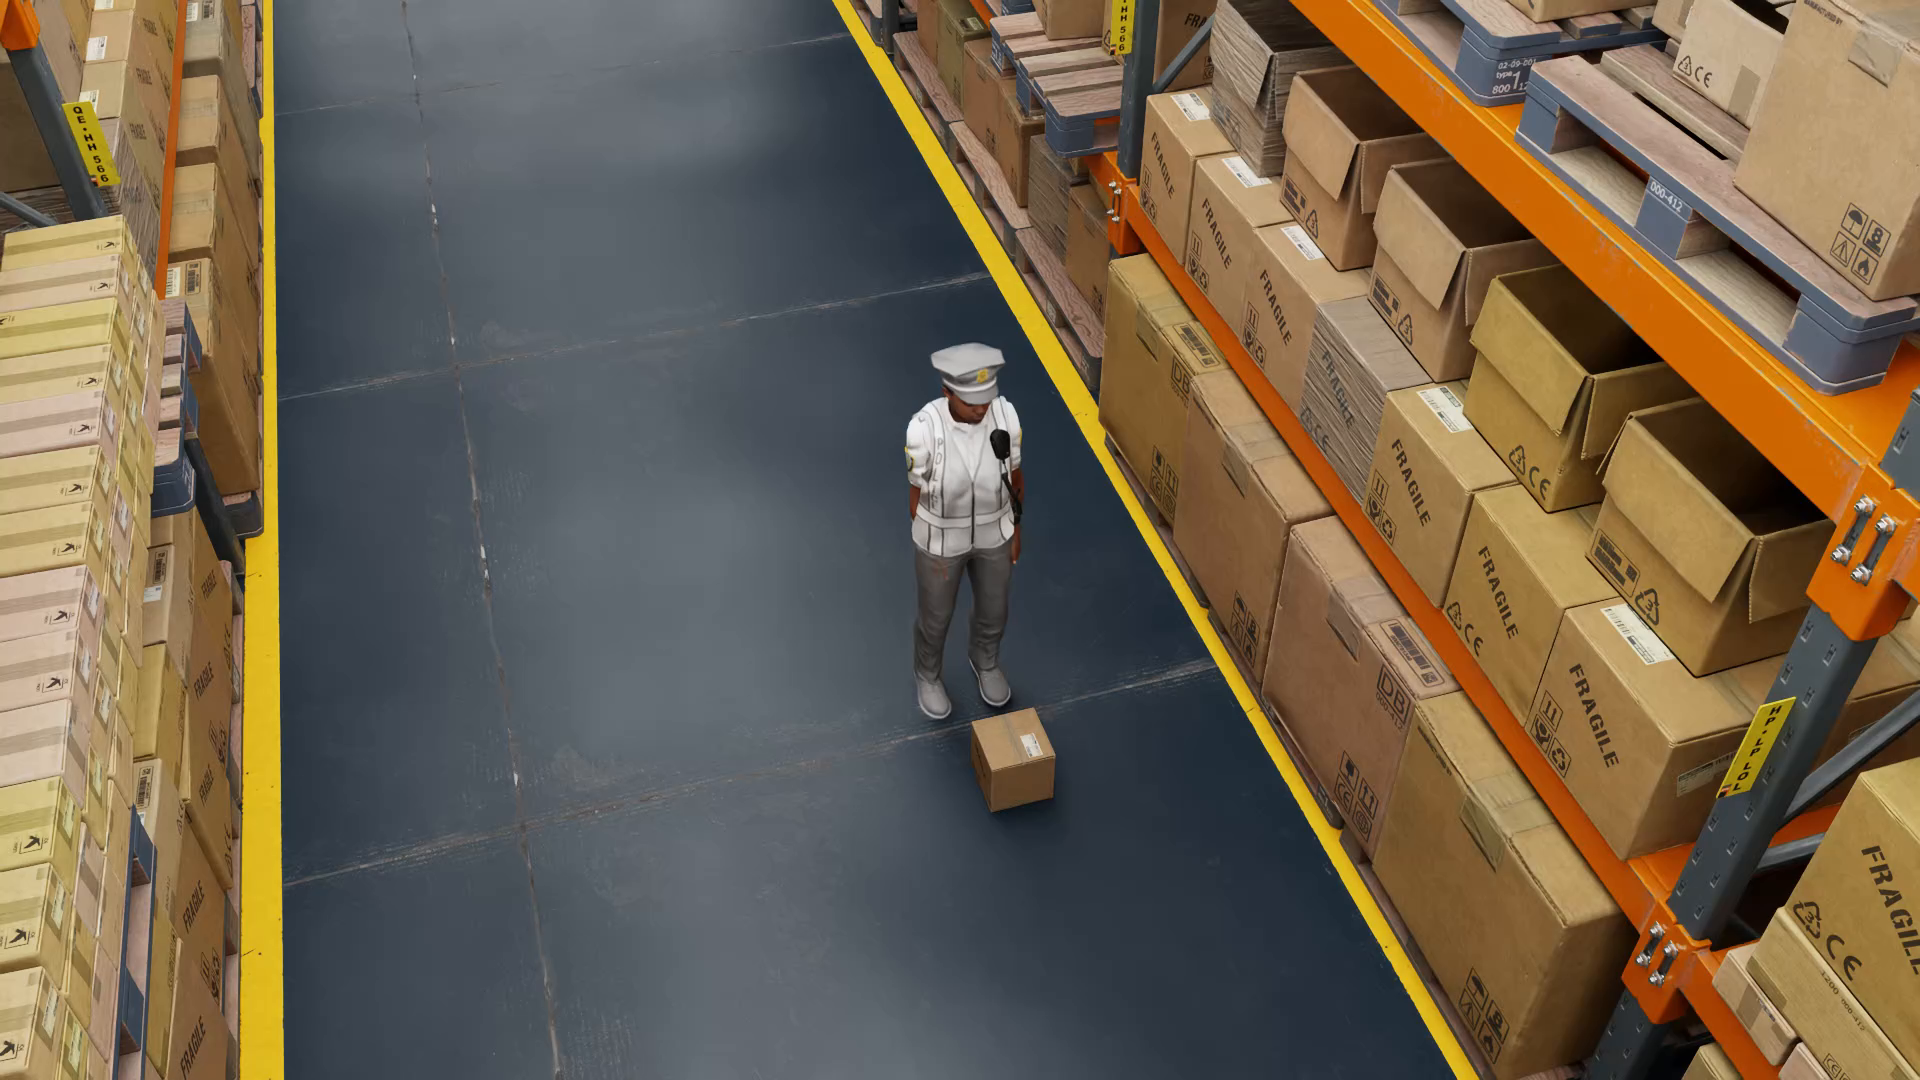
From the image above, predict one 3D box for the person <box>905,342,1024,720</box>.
[{"bbox_3d":[0.030,-0.011,6.173,0.437,1.672,0.341,-11,44,-12],"label":"person"}]
